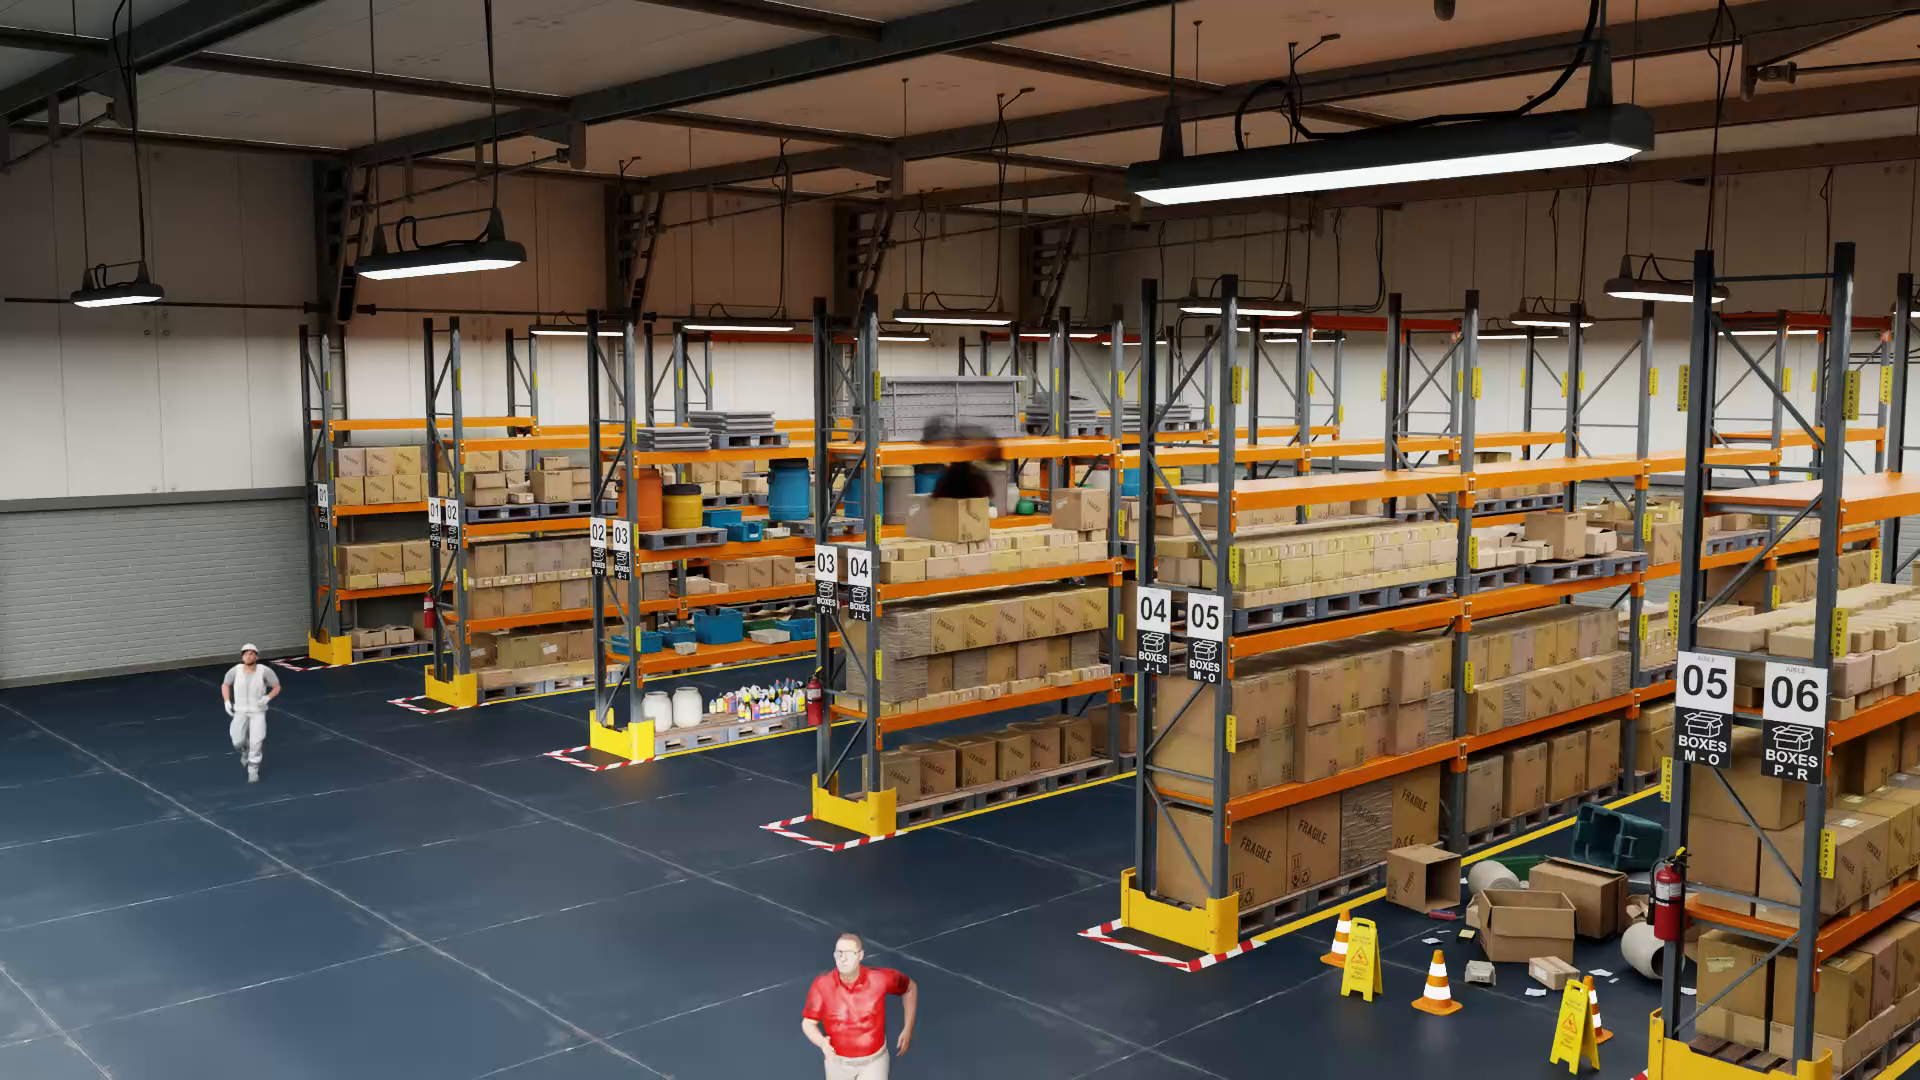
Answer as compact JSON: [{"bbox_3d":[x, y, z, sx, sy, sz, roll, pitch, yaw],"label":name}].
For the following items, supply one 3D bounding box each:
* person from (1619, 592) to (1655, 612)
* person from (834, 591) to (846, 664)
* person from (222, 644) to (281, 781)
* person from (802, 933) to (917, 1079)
[{"bbox_3d":[10.986,1.590,26.888,1.013,1.787,0.657,-5,8,-43],"label":"person"},{"bbox_3d":[-2.064,1.504,27.274,0.922,1.781,0.692,-5,8,-41],"label":"person"},{"bbox_3d":[-8.978,2.176,21.063,0.711,1.738,0.570,-1,6,-12],"label":"person"},{"bbox_3d":[-0.634,3.275,10.317,0.677,1.718,0.872,1,6,8],"label":"person"}]
